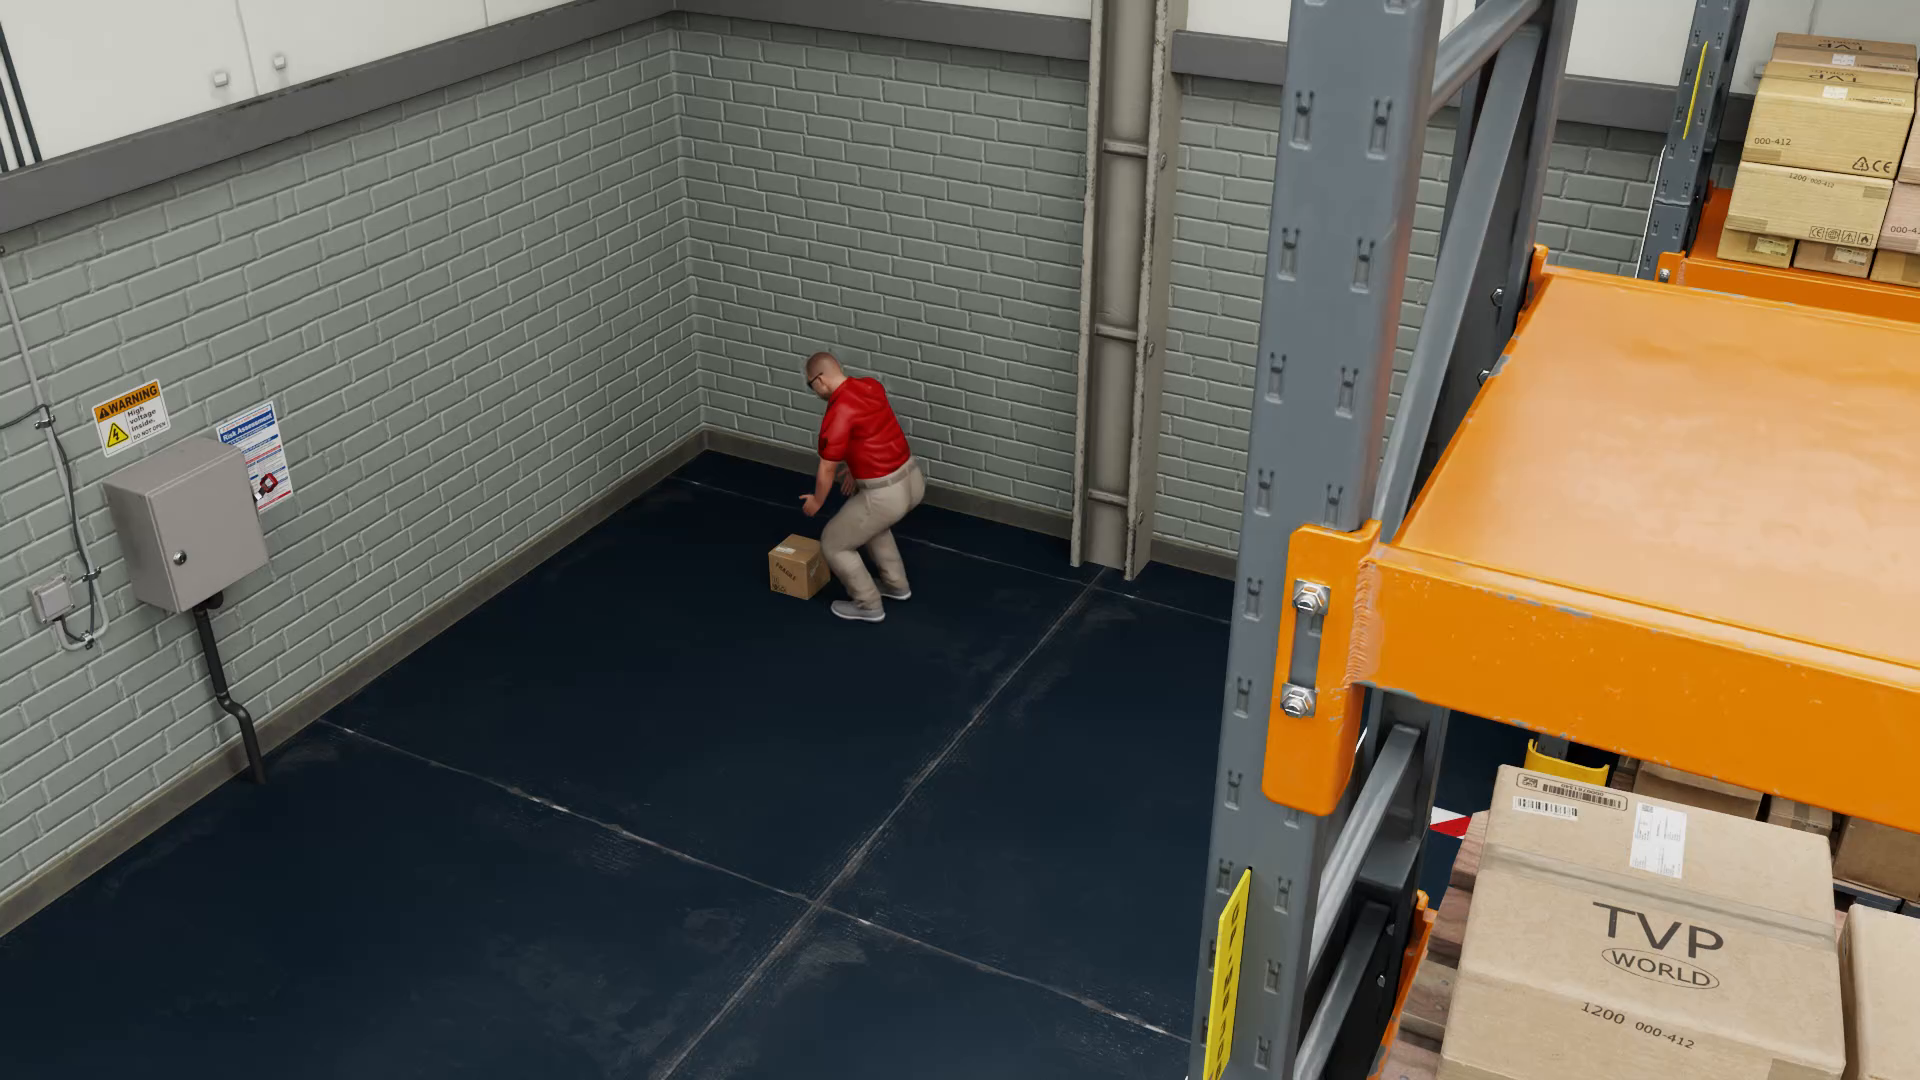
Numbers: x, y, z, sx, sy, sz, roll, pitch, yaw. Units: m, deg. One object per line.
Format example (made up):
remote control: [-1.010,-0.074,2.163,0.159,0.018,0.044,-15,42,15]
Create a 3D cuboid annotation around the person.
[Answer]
person: [-0.529,-0.275,9.010,0.621,1.519,0.586,15,33,24]
